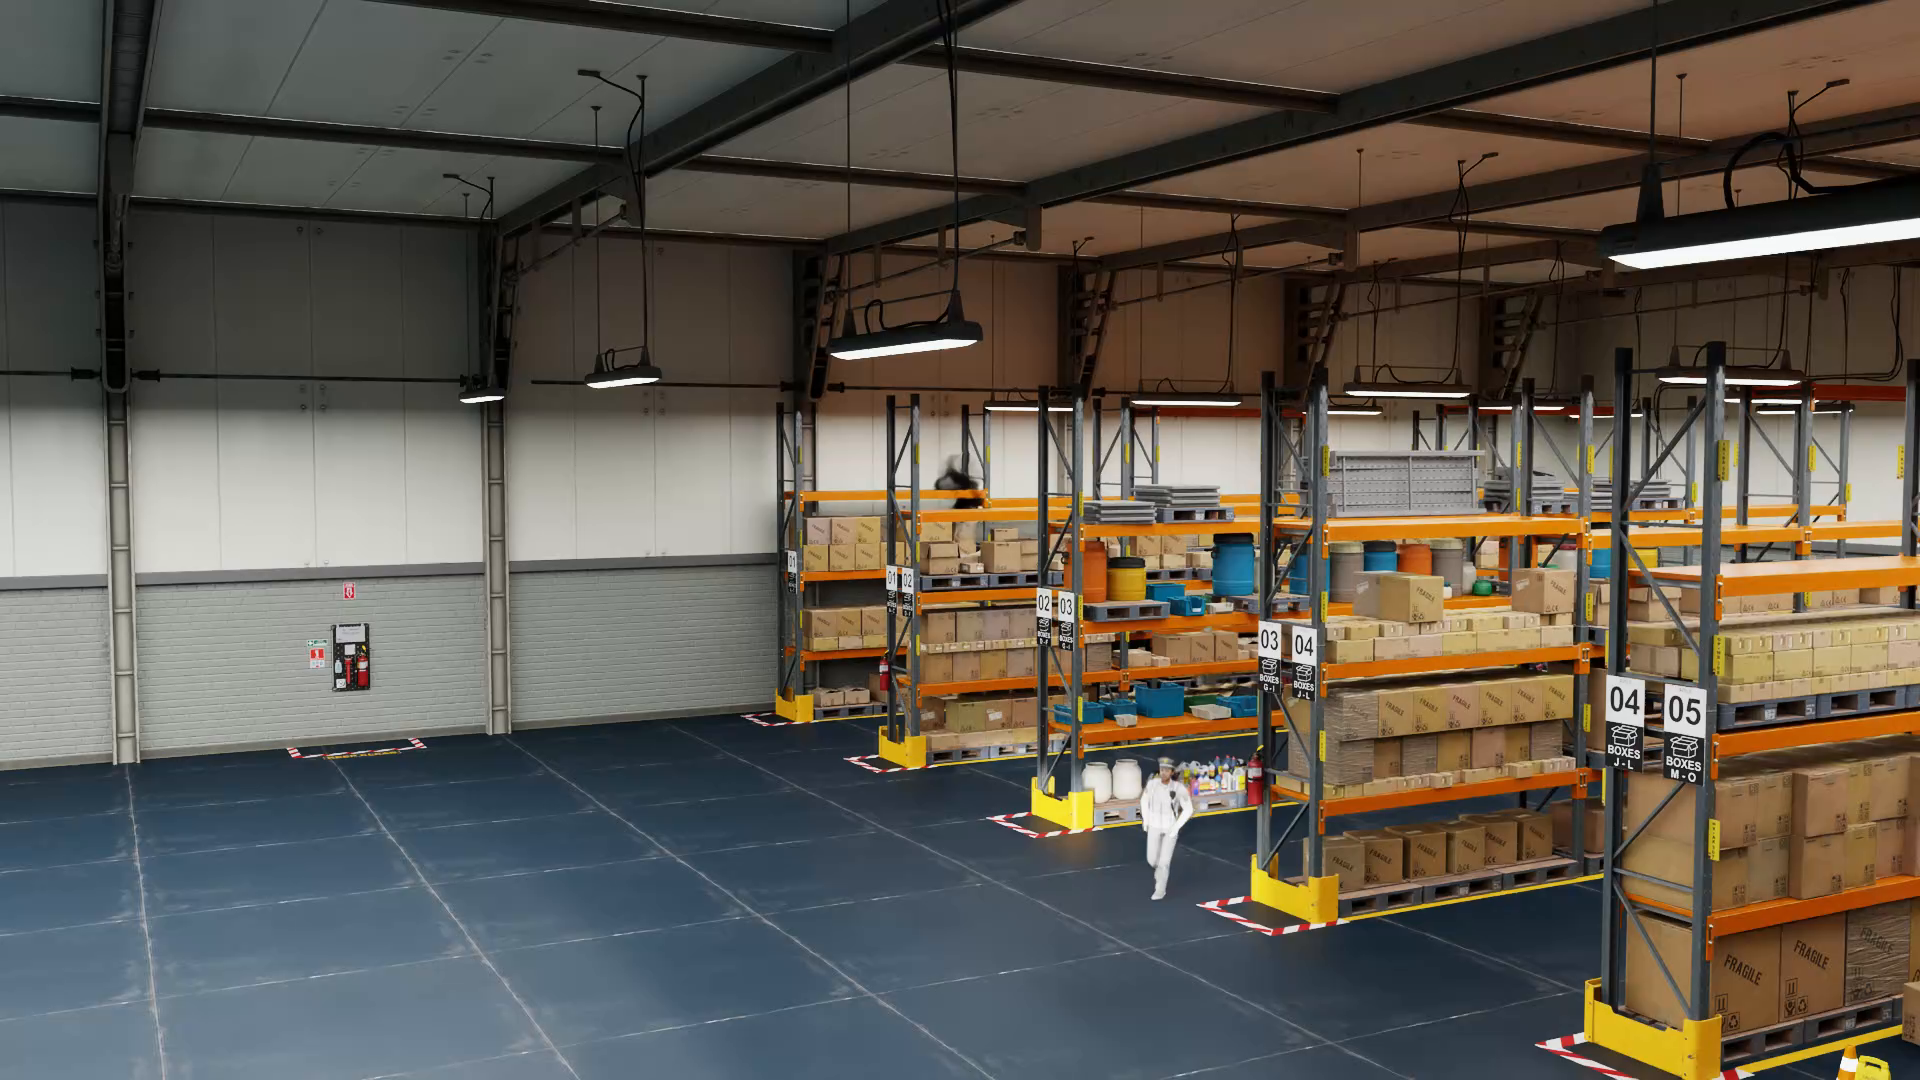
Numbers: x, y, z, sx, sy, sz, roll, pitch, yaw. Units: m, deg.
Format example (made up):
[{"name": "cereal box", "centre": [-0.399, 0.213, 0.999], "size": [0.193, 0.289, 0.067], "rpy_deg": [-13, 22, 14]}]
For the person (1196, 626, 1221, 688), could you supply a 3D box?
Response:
[{"name": "person", "centre": [4.901, 2.488, 32.572], "size": [0.843, 1.644, 0.610], "rpy_deg": [-2, 4, -33]}]

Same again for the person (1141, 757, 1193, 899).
[{"name": "person", "centre": [2.373, 3.272, 19.066], "size": [0.618, 1.640, 0.537], "rpy_deg": [1, 3, 17]}]
